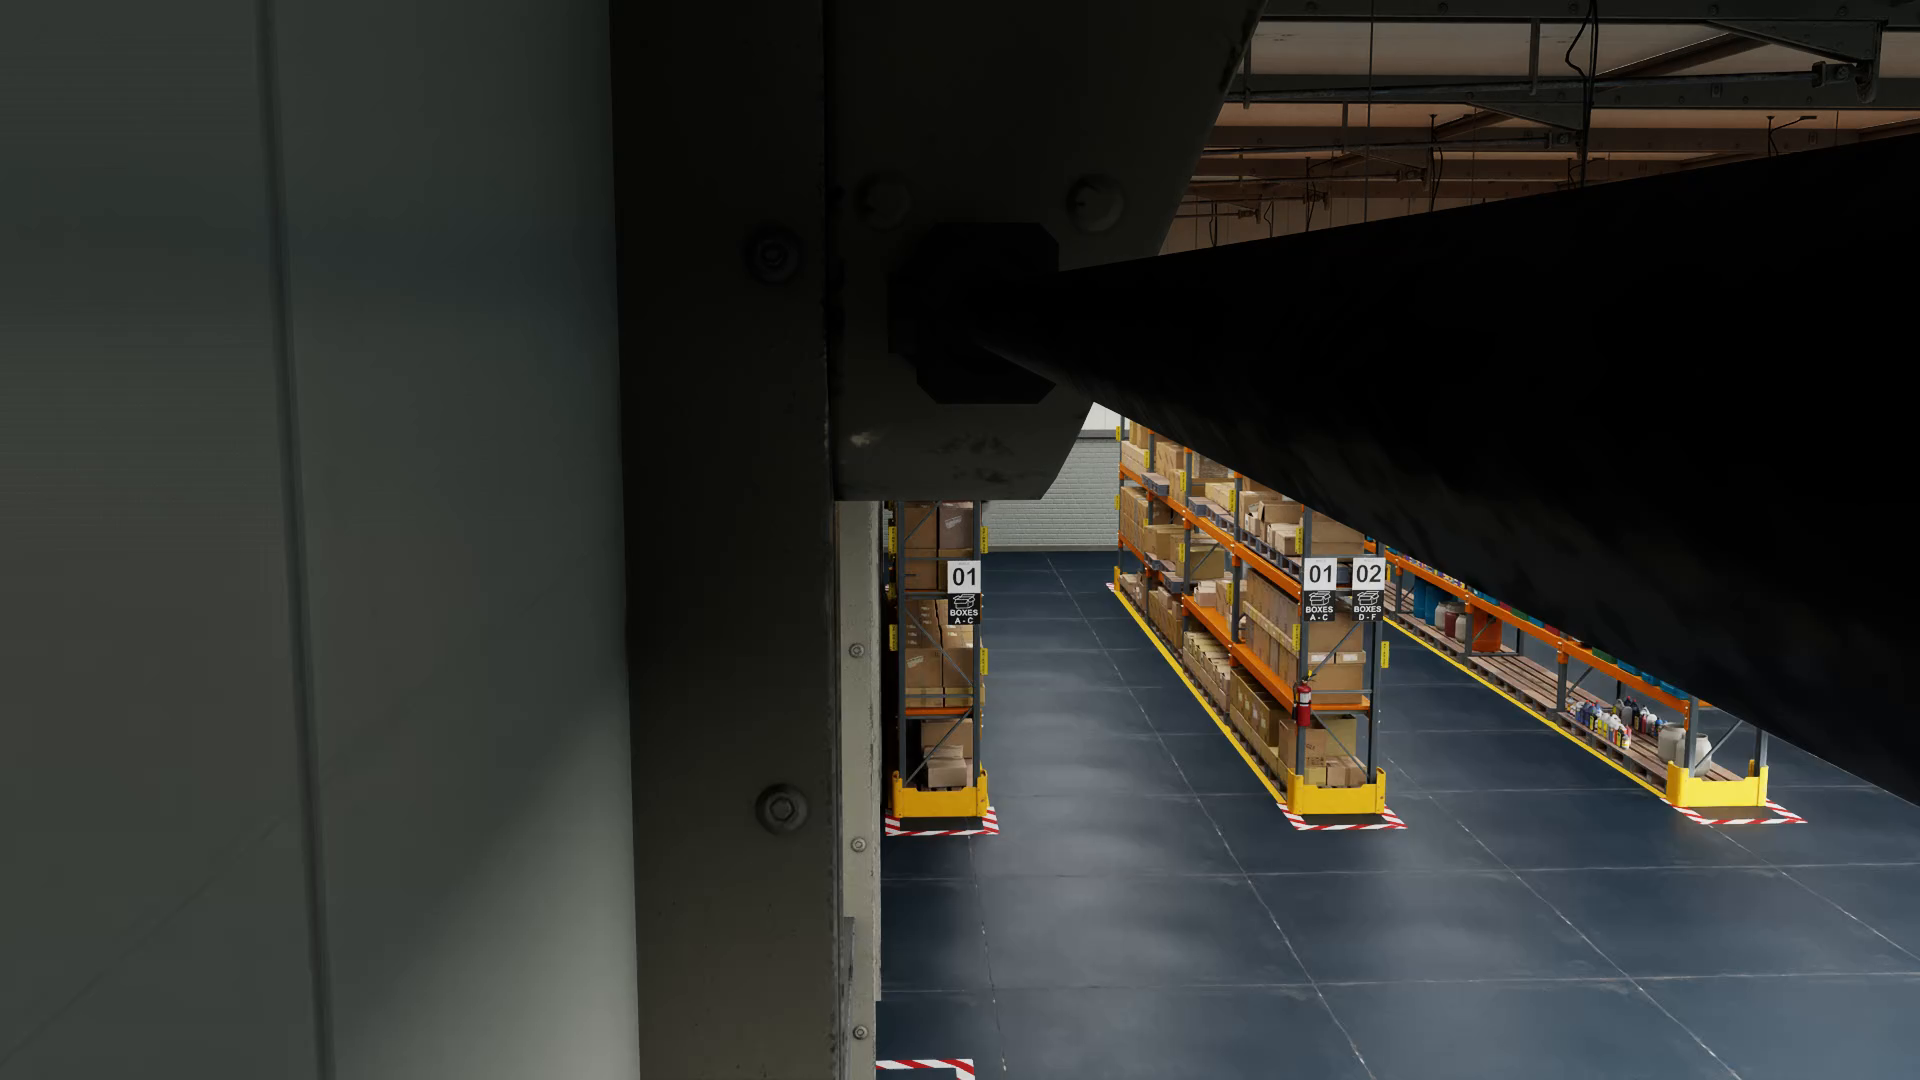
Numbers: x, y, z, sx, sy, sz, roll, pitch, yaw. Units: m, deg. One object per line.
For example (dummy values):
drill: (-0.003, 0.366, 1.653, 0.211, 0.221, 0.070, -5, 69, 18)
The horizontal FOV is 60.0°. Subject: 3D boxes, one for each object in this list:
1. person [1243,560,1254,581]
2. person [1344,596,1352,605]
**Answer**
person: (5.986, 0.454, 34.731, 0.685, 1.796, 0.885, -1, 8, -5)
person: (7.479, 1.004, 31.510, 0.587, 1.624, 0.535, 0, 8, 2)
